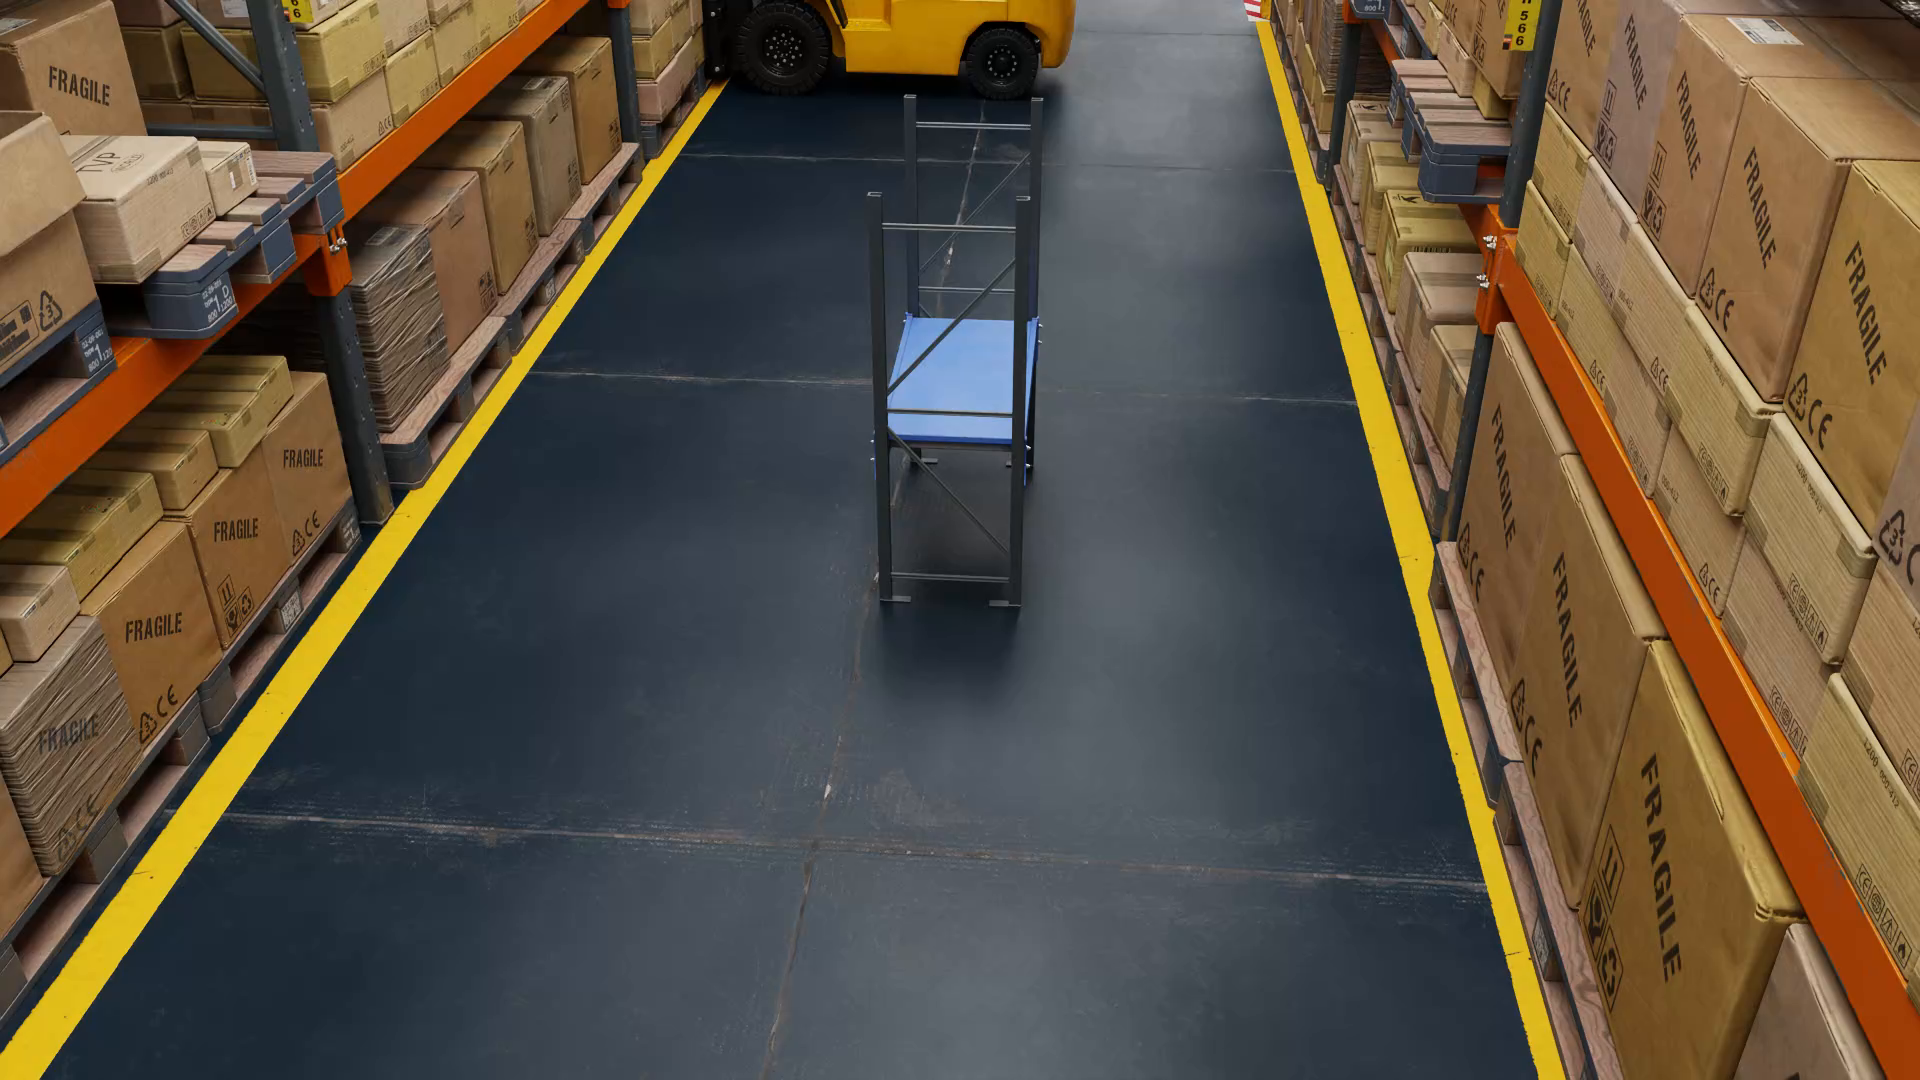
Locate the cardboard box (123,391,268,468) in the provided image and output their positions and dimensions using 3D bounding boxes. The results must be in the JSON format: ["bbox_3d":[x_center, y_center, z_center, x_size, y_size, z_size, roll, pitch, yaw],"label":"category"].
[{"bbox_3d":[-2.467,-0.356,5.333,0.380,0.149,0.250,1,32,1],"label":"cardboard box"}]

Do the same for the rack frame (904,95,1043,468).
[{"bbox_3d":[0.048,-0.949,6.360,0.500,1.500,0.032,2,32,4],"label":"rack frame"}]

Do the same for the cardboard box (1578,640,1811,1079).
[{"bbox_3d":[1.971,0.848,3.639,0.875,0.875,0.875,3,32,5],"label":"cardboard box"}]

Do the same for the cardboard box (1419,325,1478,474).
[{"bbox_3d":[2.316,-0.524,6.345,0.950,0.372,0.625,0,32,1],"label":"cardboard box"}]

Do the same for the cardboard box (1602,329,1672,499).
[{"bbox_3d":[1.897,-0.316,4.047,0.500,0.250,0.500,3,32,6],"label":"cardboard box"}]

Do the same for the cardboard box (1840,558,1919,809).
[{"bbox_3d":[1.761,0.271,2.617,0.500,0.250,0.500,3,32,5],"label":"cardboard box"}]

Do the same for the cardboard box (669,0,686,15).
[{"bbox_3d":[-1.958,-3.411,10.193,0.500,0.250,0.500,3,32,4],"label":"cardboard box"}]

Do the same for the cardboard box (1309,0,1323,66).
[{"bbox_3d":[2.406,-3.175,10.048,0.500,0.500,0.500,3,32,5],"label":"cardboard box"}]

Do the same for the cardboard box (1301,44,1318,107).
[{"bbox_3d":[2.399,-2.868,10.265,0.500,0.250,0.500,2,32,3],"label":"cardboard box"}]

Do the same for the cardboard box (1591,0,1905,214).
[{"bbox_3d":[1.945,-1.130,4.176,0.500,0.500,0.500,3,32,4],"label":"cardboard box"}]

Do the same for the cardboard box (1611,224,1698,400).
[{"bbox_3d":[1.877,-0.533,3.922,0.500,0.250,0.500,2,32,4],"label":"cardboard box"}]

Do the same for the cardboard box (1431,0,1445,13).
[{"bbox_3d":[2.091,-2.301,6.345,0.500,0.500,0.500,0,32,1],"label":"cardboard box"}]

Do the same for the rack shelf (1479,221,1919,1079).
[{"bbox_3d":[2.097,0.183,3.779,1.077,0.370,4.000,2,32,4],"label":"rack shelf"}]

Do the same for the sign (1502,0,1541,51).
[{"bbox_3d":[1.718,-1.646,5.034,0.100,0.325,0.005,2,32,4],"label":"sign"}]

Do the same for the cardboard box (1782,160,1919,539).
[{"bbox_3d":[1.816,-0.325,2.869,0.500,0.500,0.500,3,32,5],"label":"cardboard box"}]

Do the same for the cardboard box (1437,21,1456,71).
[{"bbox_3d":[2.006,-1.830,6.200,0.380,0.149,0.250,1,32,2],"label":"cardboard box"}]

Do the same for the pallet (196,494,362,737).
[{"bbox_3d":[-2.786,0.197,5.729,1.003,0.211,1.213,2,32,4],"label":"pallet"}]

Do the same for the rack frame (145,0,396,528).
[{"bbox_3d":[-2.688,-1.379,5.628,1.000,3.000,0.127,2,32,4],"label":"rack frame"}]

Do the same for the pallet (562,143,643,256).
[{"bbox_3d":[-2.383,-1.896,9.126,1.003,0.211,1.213,2,32,4],"label":"pallet"}]

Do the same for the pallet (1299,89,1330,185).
[{"bbox_3d":[2.605,-2.426,9.985,1.003,0.211,1.213,2,32,4],"label":"pallet"}]

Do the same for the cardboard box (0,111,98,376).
[{"bbox_3d":[-2.636,-0.740,4.093,0.797,0.503,0.637,2,32,3],"label":"cardboard box"}]

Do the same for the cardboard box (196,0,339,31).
[{"bbox_3d":[-2.368,-1.851,5.682,0.380,0.149,0.250,3,32,5],"label":"cardboard box"}]

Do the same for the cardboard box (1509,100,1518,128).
[{"bbox_3d":[2.052,-1.422,5.537,0.380,0.149,0.250,4,32,6],"label":"cardboard box"}]

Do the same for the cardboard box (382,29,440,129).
[{"bbox_3d":[-2.362,-1.799,6.453,0.500,0.250,0.500,2,32,3],"label":"cardboard box"}]

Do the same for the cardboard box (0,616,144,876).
[{"bbox_3d":[-2.623,0.544,4.490,0.500,0.500,0.500,1,32,2],"label":"cardboard box"}]

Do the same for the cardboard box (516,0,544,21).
[{"bbox_3d":[-2.249,-2.610,7.769,0.500,0.250,0.500,3,32,4],"label":"cardboard box"}]

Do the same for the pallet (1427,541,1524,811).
[{"bbox_3d":[2.121,0.428,5.355,1.003,0.211,1.213,2,32,4],"label":"pallet"}]

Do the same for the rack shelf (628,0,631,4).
[{"bbox_3d":[-2.199,-4.210,10.908,1.077,0.370,4.000,2,32,4],"label":"rack shelf"}]

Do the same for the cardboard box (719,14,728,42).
[{"bbox_3d":[-1.879,-3.518,11.319,0.500,0.250,0.500,3,32,6],"label":"cardboard box"}]

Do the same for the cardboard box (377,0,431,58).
[{"bbox_3d":[-2.366,-2.011,6.321,0.500,0.250,0.500,3,32,6],"label":"cardboard box"}]

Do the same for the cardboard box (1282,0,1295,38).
[{"bbox_3d":[2.521,-3.683,11.588,0.500,0.250,0.500,4,32,6],"label":"cardboard box"}]

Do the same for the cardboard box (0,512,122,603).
[{"bbox_3d":[-2.619,0.046,4.680,0.380,0.149,0.250,2,32,3],"label":"cardboard box"}]

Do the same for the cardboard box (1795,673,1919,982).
[{"bbox_3d":[1.762,0.475,2.763,0.500,0.250,0.500,2,32,3],"label":"cardboard box"}]

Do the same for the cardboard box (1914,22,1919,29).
[{"bbox_3d":[2.398,-0.827,3.685,0.500,0.500,0.500,2,32,4],"label":"cardboard box"}]

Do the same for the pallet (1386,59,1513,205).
[{"bbox_3d":[2.212,-1.464,5.950,1.213,0.211,1.003,2,32,4],"label":"pallet"}]

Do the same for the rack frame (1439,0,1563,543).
[{"bbox_3d":[2.260,-1.169,5.287,1.000,3.000,0.127,2,32,4],"label":"rack frame"}]

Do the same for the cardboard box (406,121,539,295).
[{"bbox_3d":[-2.523,-1.566,7.795,0.875,0.625,0.625,1,32,2],"label":"cardboard box"}]

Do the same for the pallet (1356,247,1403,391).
[{"bbox_3d":[2.427,-1.026,7.714,1.003,0.211,1.213,2,32,4],"label":"pallet"}]

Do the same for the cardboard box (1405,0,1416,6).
[{"bbox_3d":[2.092,-2.376,7.086,0.380,0.149,0.250,4,32,6],"label":"cardboard box"}]

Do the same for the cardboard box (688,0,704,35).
[{"bbox_3d":[-1.923,-3.457,10.744,0.500,0.250,0.500,2,32,4],"label":"cardboard box"}]

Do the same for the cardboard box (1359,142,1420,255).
[{"bbox_3d":[2.490,-1.670,8.205,0.950,0.372,0.625,4,32,7],"label":"cardboard box"}]

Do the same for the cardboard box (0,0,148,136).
[{"bbox_3d":[-2.885,-1.338,5.066,0.500,0.500,0.500,4,32,6],"label":"cardboard box"}]

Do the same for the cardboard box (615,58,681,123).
[{"bbox_3d":[-1.992,-2.717,10.021,0.500,0.250,0.500,3,32,4],"label":"cardboard box"}]

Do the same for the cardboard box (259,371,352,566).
[{"bbox_3d":[-2.508,-0.263,5.800,0.500,0.500,0.500,3,32,5],"label":"cardboard box"}]

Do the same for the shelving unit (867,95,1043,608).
[{"bbox_3d":[0.007,-0.683,5.929,0.538,1.500,1.048,2,32,4],"label":"shelving unit"}]
